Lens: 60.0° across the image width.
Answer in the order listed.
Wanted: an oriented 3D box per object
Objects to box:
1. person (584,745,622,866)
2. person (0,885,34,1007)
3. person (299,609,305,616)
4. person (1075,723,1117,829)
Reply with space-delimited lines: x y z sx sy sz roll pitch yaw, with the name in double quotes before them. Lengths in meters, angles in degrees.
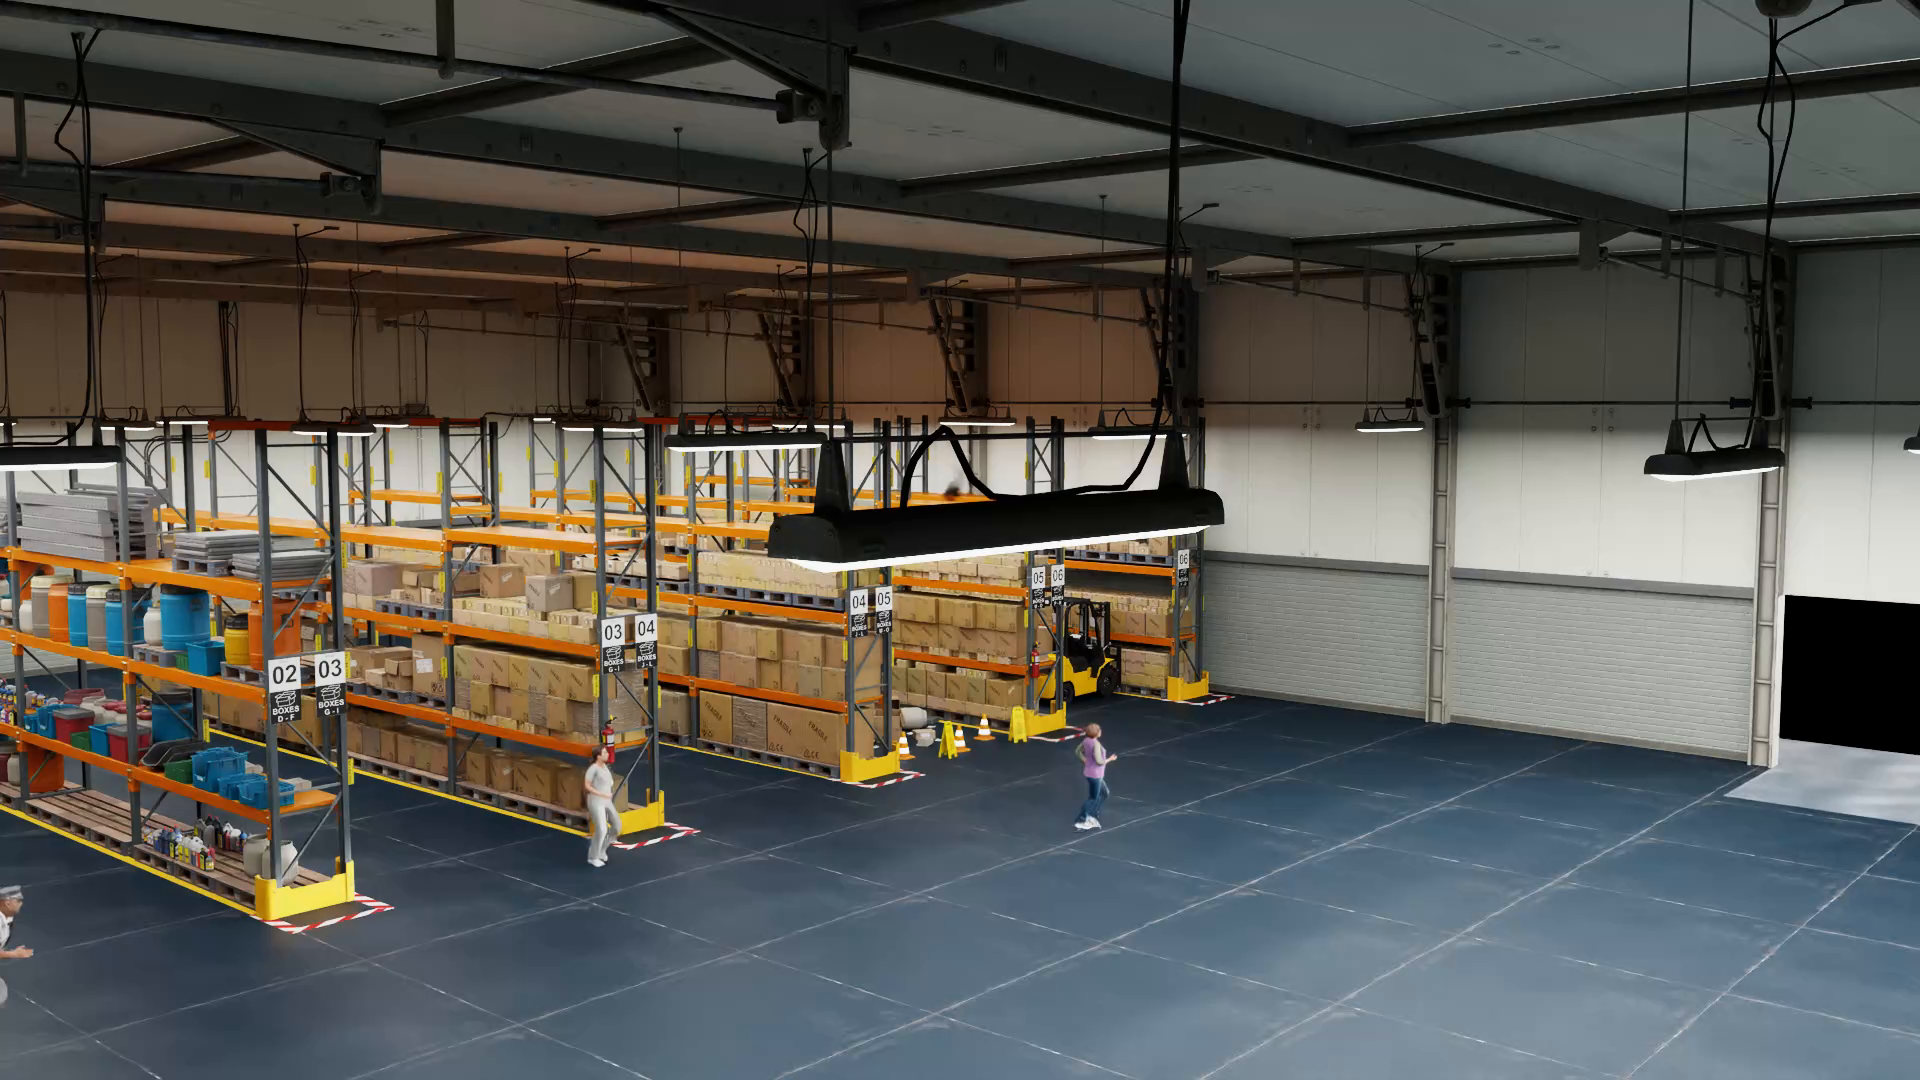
"person" -4.905 3.629 22.867 0.512 1.619 0.595 2 5 27
"person" -9.523 4.186 16.314 0.841 1.590 0.687 -1 5 -15
"person" -14.801 2.381 37.217 0.787 1.730 0.555 0 5 -4
"person" 1.998 3.494 24.534 0.639 1.604 0.517 -1 5 -12
